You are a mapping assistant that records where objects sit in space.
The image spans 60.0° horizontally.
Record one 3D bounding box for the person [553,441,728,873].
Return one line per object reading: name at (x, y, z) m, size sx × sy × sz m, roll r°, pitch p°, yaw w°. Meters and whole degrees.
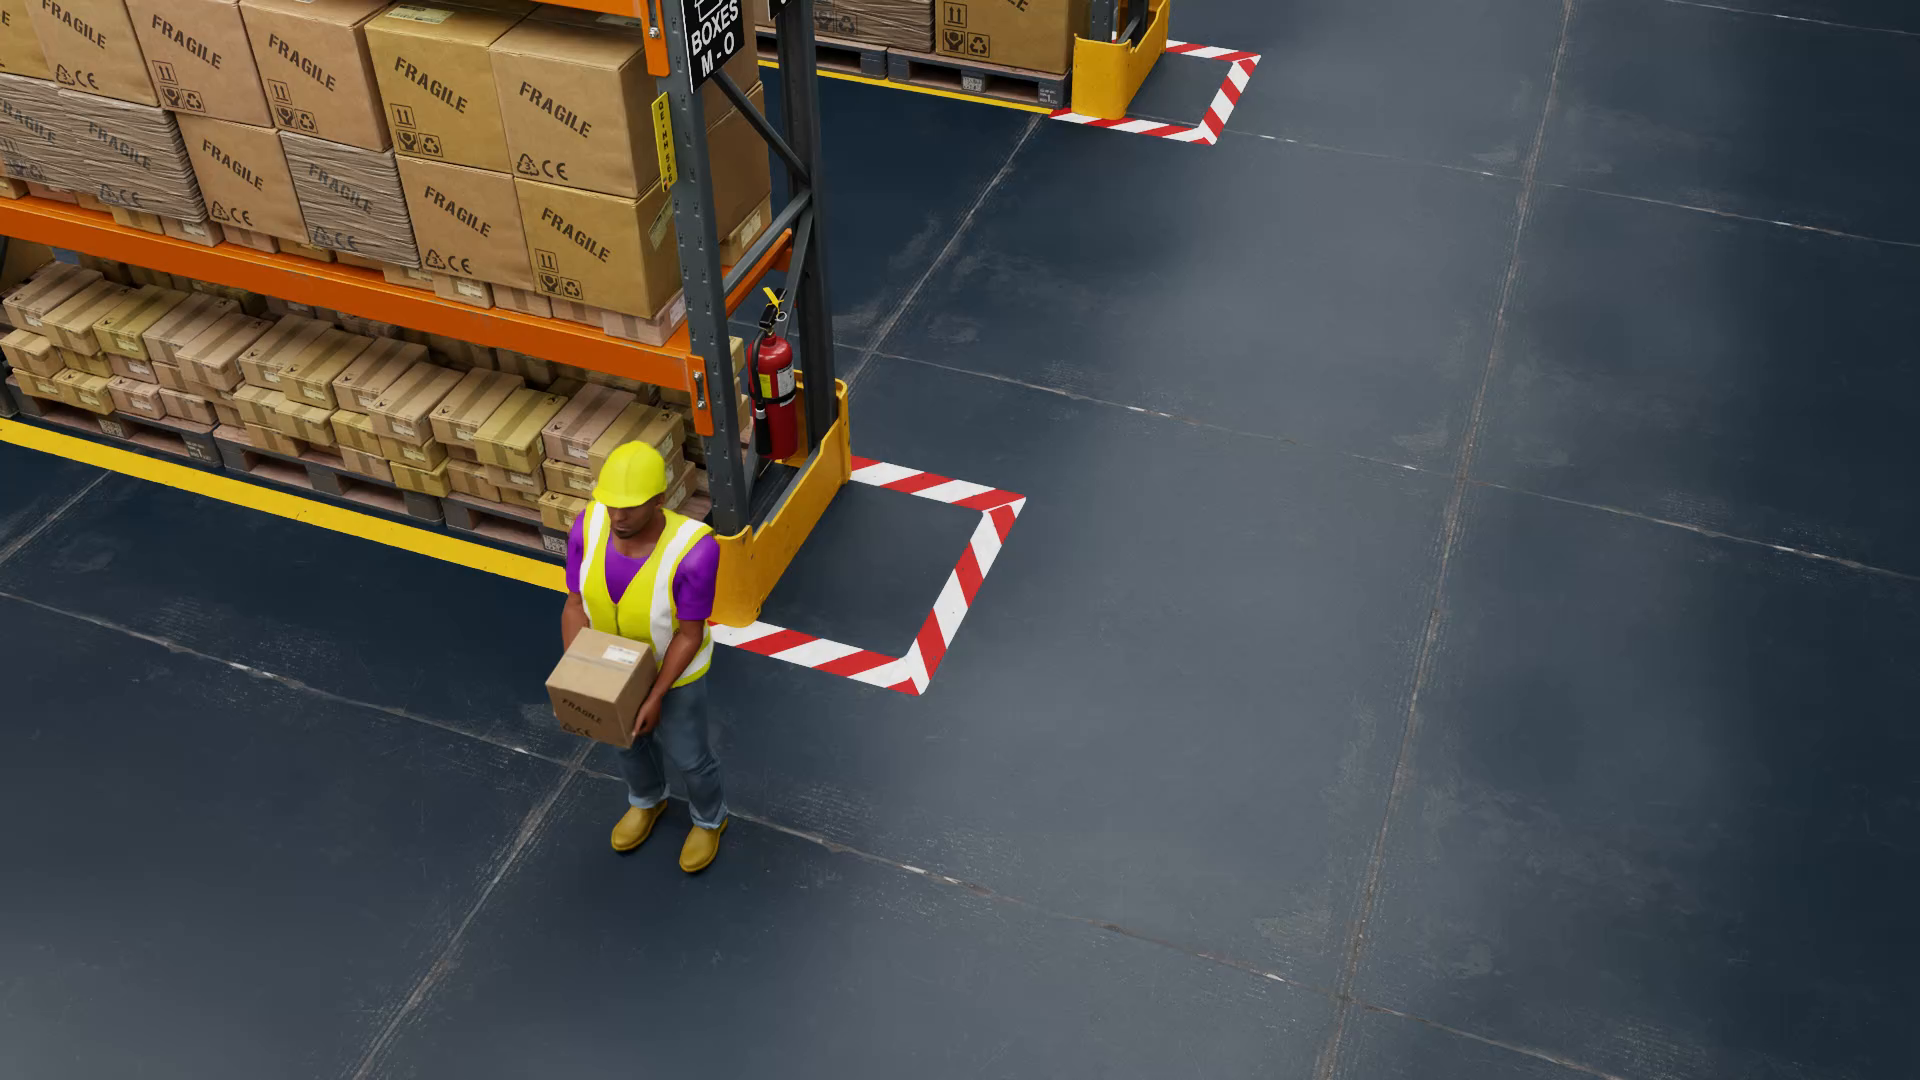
person at (-1.078, 0.473, 5.601) m, size 0.521 × 1.767 × 0.573 m, roll 13°, pitch 43°, yaw 15°
